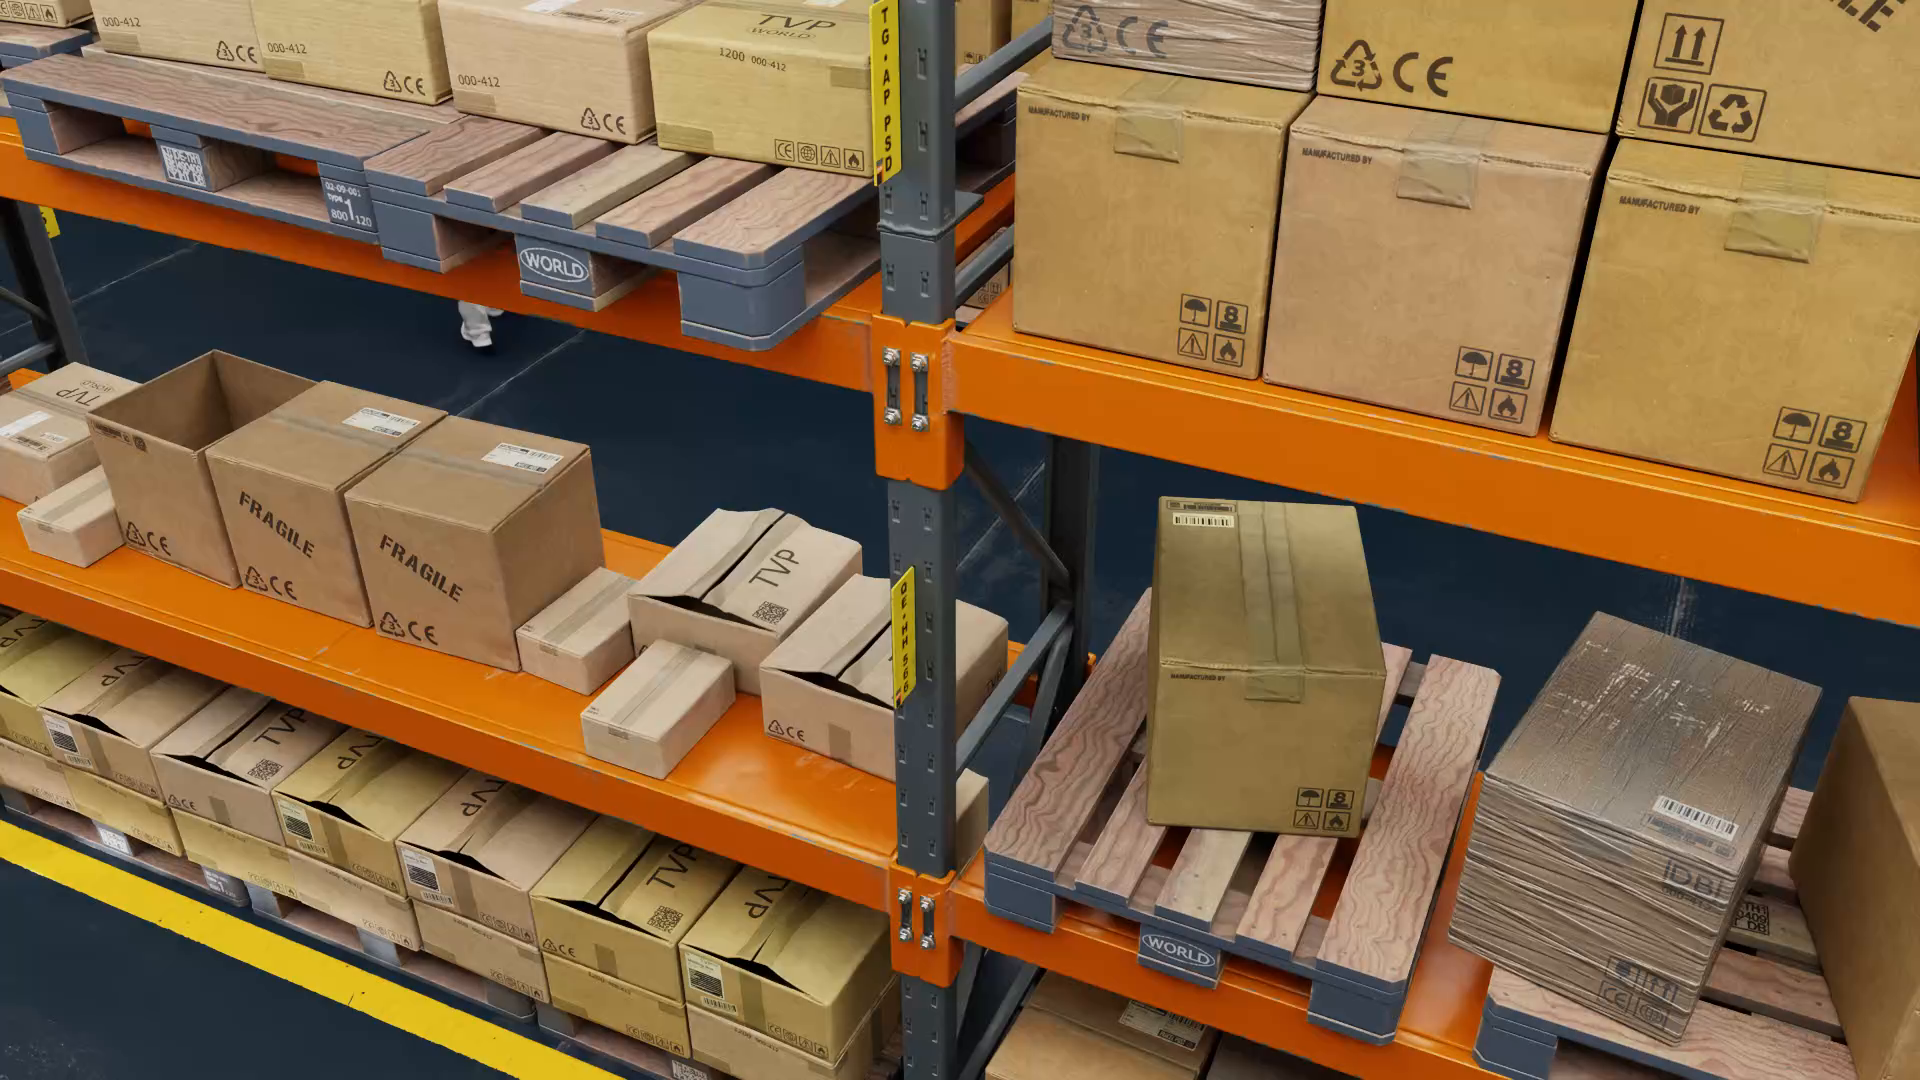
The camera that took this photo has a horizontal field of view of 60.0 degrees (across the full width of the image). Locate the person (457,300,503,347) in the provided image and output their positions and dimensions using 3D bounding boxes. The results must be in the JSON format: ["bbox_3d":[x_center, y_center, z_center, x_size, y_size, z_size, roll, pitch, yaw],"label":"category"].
[{"bbox_3d":[-2.806,-1.995,9.193,0.614,1.769,0.812,-17,37,-25],"label":"person"}]
